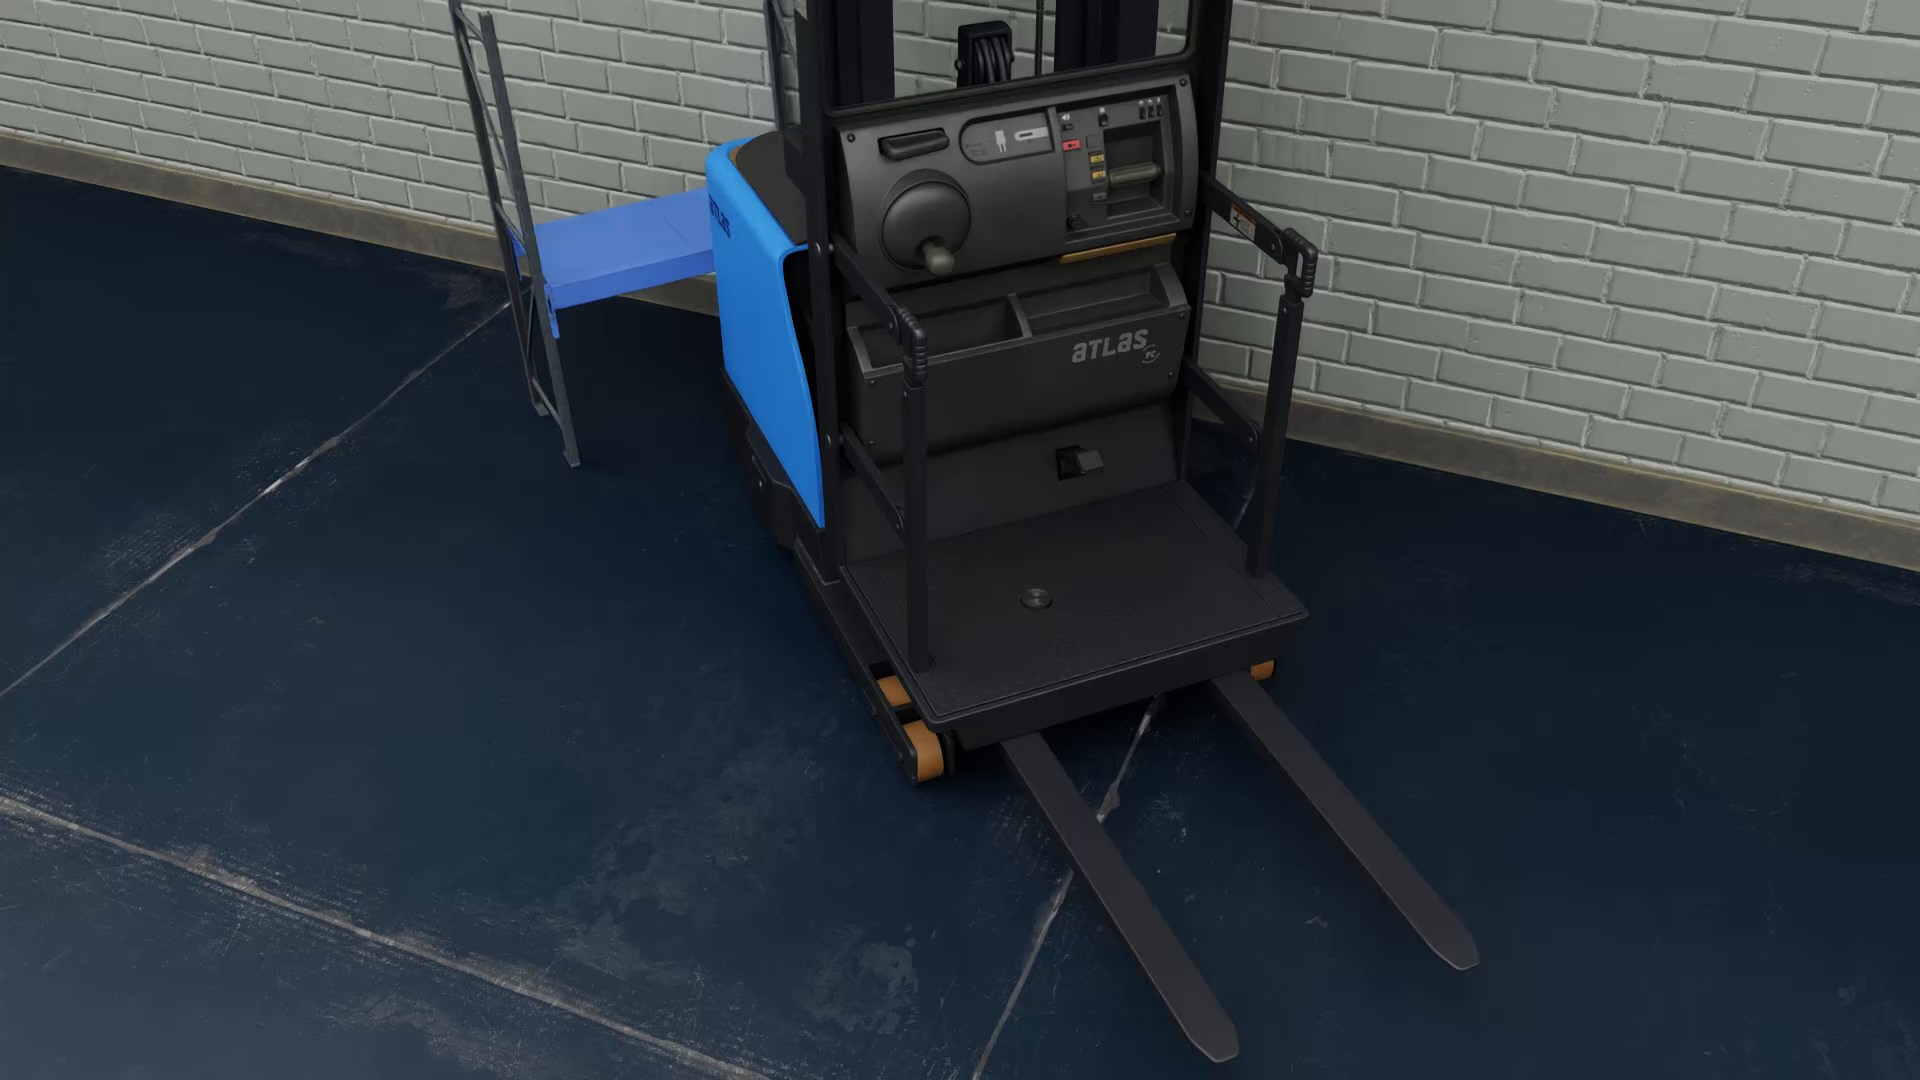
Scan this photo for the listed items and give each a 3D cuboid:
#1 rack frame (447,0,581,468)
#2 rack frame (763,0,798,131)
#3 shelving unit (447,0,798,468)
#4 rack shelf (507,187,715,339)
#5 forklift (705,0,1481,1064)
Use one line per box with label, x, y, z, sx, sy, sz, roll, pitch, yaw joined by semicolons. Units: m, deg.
rack frame;-1.419;-0.983;5.294;0.032;1.500;0.500;-18;37;-21
rack frame;-0.514;-1.274;5.656;0.032;1.500;0.500;-18;37;-21
shelving unit;-0.967;-1.129;5.475;1.048;1.500;0.538;-18;37;-21
rack shelf;-0.960;-0.981;5.577;1.000;0.185;0.538;-18;37;-21
forklift;0.245;-0.827;3.908;1.130;2.935;3.031;-14;39;-18
